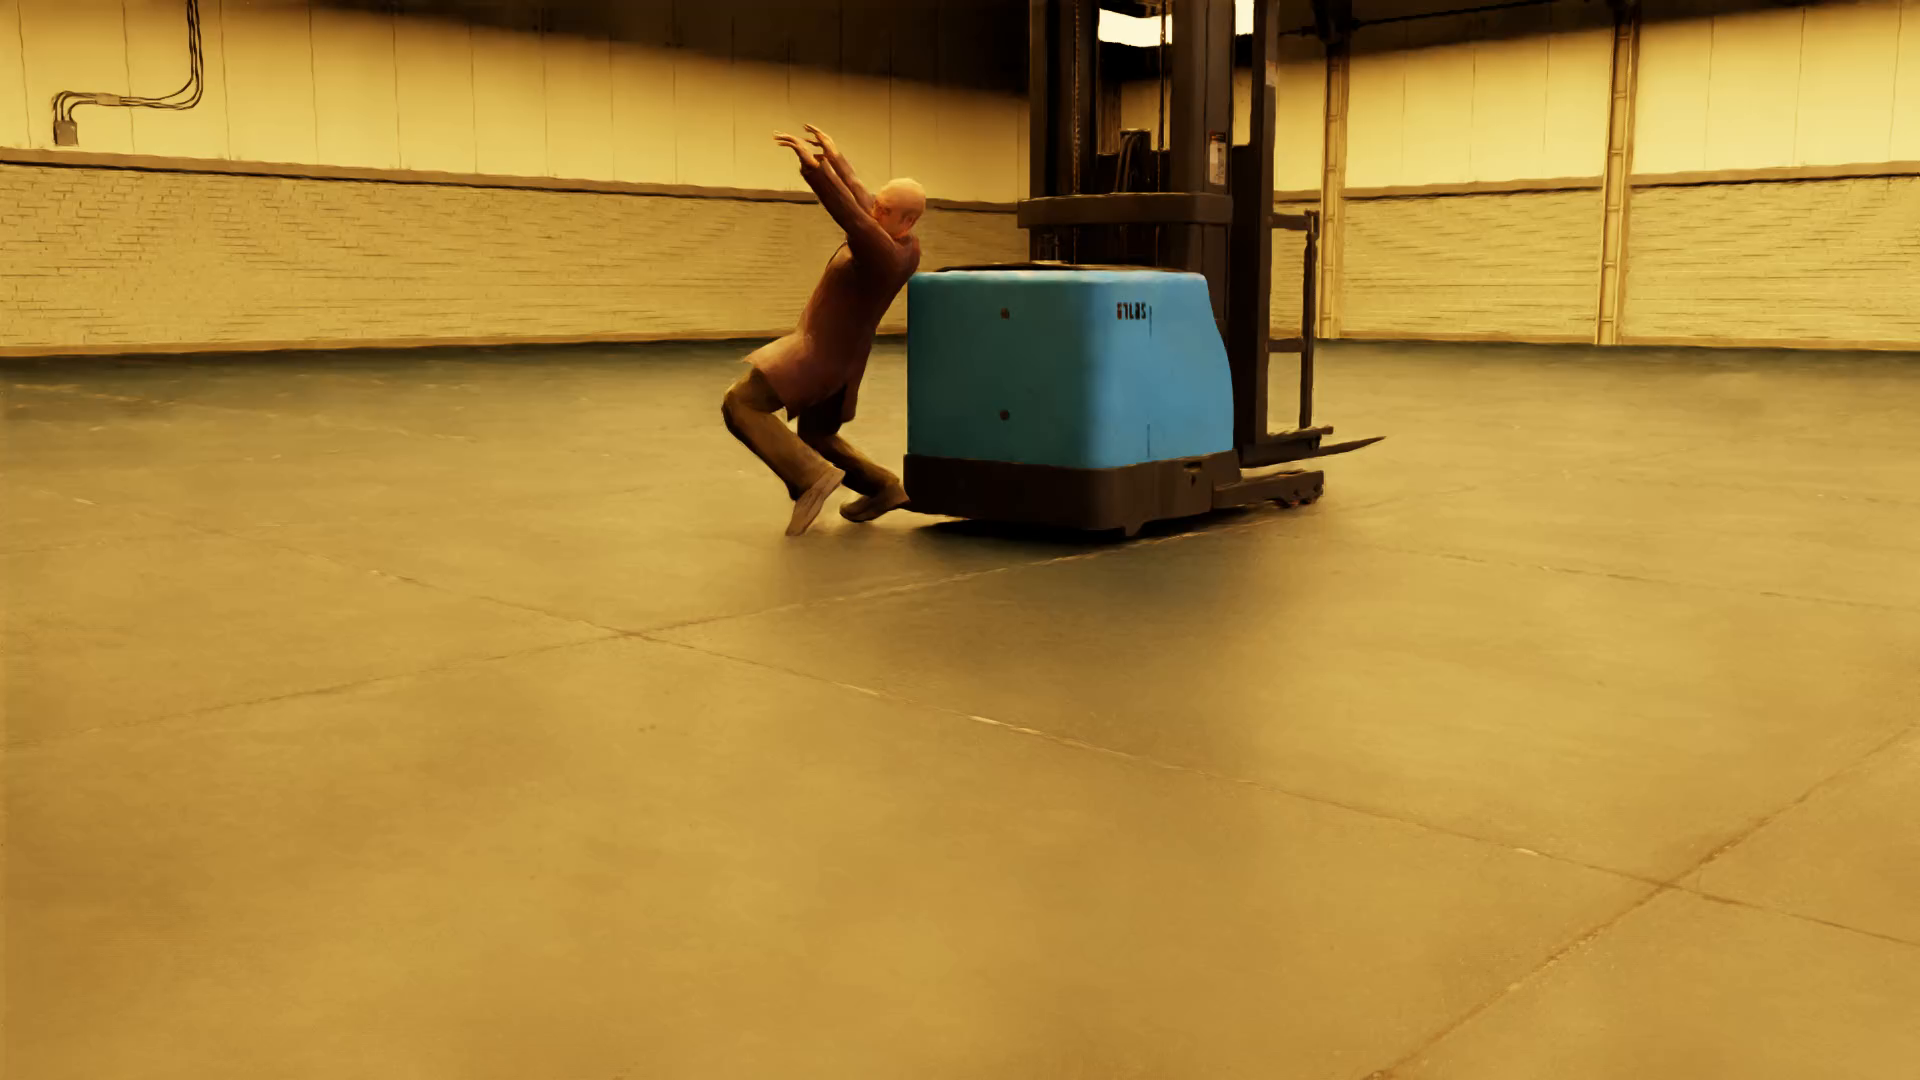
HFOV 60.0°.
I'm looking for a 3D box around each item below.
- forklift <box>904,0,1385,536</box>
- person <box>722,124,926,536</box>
[{"bbox_3d":[1.069,-1.636,7.738,1.130,2.935,3.031,7,11,38],"label":"forklift"},{"bbox_3d":[-0.562,-0.848,6.808,0.795,1.710,1.104,3,9,18],"label":"person"}]
